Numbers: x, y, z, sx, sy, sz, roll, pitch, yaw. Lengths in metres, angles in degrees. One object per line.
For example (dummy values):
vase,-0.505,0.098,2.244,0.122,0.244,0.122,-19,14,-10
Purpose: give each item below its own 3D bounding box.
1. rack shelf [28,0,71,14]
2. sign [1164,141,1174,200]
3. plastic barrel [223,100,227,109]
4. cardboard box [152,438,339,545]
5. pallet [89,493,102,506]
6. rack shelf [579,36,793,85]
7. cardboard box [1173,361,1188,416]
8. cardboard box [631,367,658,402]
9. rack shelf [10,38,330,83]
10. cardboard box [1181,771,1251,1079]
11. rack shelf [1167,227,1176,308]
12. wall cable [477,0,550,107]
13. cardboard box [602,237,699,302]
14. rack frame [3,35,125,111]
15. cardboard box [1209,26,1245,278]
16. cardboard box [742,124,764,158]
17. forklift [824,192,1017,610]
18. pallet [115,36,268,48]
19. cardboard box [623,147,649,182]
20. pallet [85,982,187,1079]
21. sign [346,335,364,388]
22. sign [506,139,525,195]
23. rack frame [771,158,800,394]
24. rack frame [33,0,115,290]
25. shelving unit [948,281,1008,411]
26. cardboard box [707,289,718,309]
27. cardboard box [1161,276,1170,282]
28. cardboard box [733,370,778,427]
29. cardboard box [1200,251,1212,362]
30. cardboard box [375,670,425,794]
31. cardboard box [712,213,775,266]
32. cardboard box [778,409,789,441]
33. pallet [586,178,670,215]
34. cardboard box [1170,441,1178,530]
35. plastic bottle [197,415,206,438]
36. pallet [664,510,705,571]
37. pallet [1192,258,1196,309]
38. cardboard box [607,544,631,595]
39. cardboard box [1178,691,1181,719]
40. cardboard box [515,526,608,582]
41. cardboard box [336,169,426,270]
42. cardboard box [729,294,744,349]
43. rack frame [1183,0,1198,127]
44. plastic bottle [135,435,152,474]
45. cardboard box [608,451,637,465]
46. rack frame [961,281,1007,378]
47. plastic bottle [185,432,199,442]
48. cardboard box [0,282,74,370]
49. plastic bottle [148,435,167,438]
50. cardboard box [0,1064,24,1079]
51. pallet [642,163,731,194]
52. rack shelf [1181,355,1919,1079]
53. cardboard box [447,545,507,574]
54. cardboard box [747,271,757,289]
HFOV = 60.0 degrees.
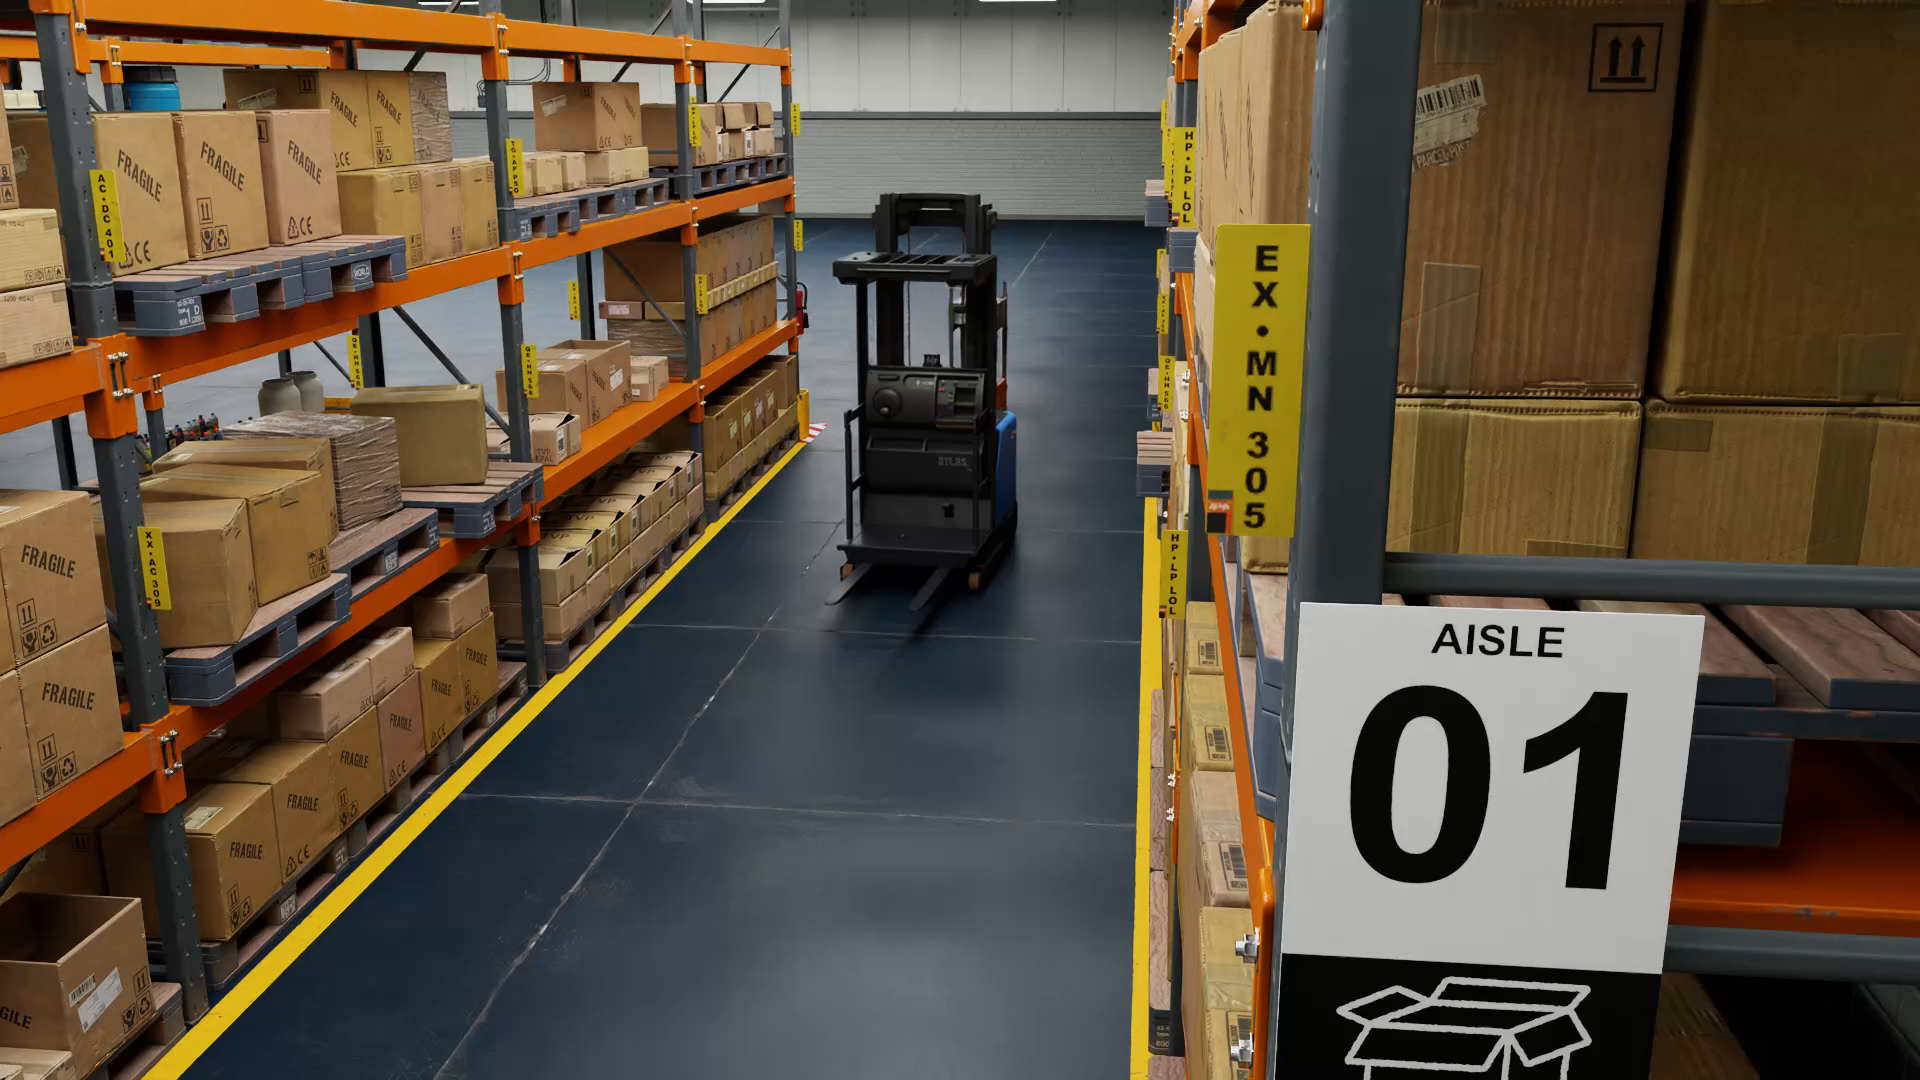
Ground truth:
rack shelf,-3.848,-1.516,3.913,1.077,0.370,4.000,2,15,6
sign,1.212,-2.094,9.422,0.100,0.325,0.005,2,15,6
plastic barrel,-7.192,-4.189,16.995,0.600,0.588,0.600,0,15,0
cardboard box,-3.485,-0.198,8.153,0.700,0.500,0.500,-2,15,-8
pallet,-7.691,-0.158,14.343,1.003,0.211,1.213,2,15,6
rack shelf,-2.494,-4.437,15.474,1.077,0.370,4.000,2,15,6
cardboard box,1.440,-0.826,9.233,0.500,0.250,0.500,2,15,8
cardboard box,-2.637,-1.264,13.347,0.396,0.266,0.258,1,15,5
rack shelf,-7.416,-4.584,16.018,1.077,0.370,4.000,2,15,6
cardboard box,1.062,1.031,4.028,0.980,0.700,0.700,1,15,4
rack shelf,1.977,-1.999,11.441,1.077,0.370,4.000,2,15,6
wall cable,-13.402,-15.935,49.340,2.305,6.003,0.169,2,15,6
cardboard box,-2.676,-2.352,14.437,0.700,0.500,0.500,2,15,7
rack frame,-7.641,-4.605,13.953,1.000,3.000,0.127,2,15,6
cardboard box,0.778,-0.756,3.321,0.500,0.500,0.500,1,15,4
cardboard box,-2.199,-3.824,15.910,0.500,0.311,0.500,4,16,13
forklift,-0.311,-1.122,12.695,1.130,2.935,3.031,3,15,11
pallet,-7.441,-4.853,15.997,1.003,0.211,1.213,2,15,6
cardboard box,-2.799,-2.981,13.176,0.500,0.250,0.500,3,15,12
pallet,-3.701,2.037,6.225,1.003,0.211,1.213,2,15,6
sign,-3.723,-1.099,10.263,0.100,0.325,0.005,2,15,6
sign,-2.633,-2.206,9.836,0.100,0.325,0.005,2,15,6
rack frame,-2.269,-2.600,18.030,1.000,3.000,0.127,2,15,6
rack frame,-3.623,-2.383,5.737,1.000,3.000,0.127,2,15,6
shelving unit,0.160,-1.169,14.464,0.431,2.100,0.503,3,15,11
cardboard box,-2.414,-2.188,15.072,0.380,0.149,0.250,2,15,6
cardboard box,2.067,-2.108,15.025,0.500,0.500,0.500,1,15,5
cardboard box,-2.132,-1.429,16.728,0.500,0.500,0.500,2,15,6
cardboard box,0.837,-0.533,3.930,0.500,0.250,0.500,1,15,5
cardboard box,-3.156,0.989,8.702,0.500,0.500,0.500,1,15,4
cardboard box,-2.340,-3.140,17.350,0.700,0.500,0.500,2,15,6
cardboard box,-2.080,-1.197,17.306,0.500,0.250,0.500,2,15,6
pallet,-2.807,-2.689,12.979,0.805,0.209,1.217,1,15,4
cardboard box,1.316,-0.199,8.351,0.500,0.500,0.500,2,15,6
plastic bottle,-7.748,-1.128,16.950,0.061,0.283,0.133,2,15,7
pallet,-2.764,-0.024,13.846,1.003,0.211,1.213,2,15,6
pallet,1.354,-0.937,6.502,0.805,0.209,1.217,1,15,4
cardboard box,-2.712,0.207,12.112,0.500,0.250,0.500,1,15,5
cardboard box,1.061,0.607,6.614,0.380,0.149,0.250,2,15,7
cardboard box,-2.770,0.065,11.562,0.500,0.311,0.500,1,15,5
cardboard box,-3.303,-1.640,8.542,0.910,0.500,0.500,2,15,6
cardboard box,-2.506,-2.126,16.085,0.700,0.500,0.500,2,15,8
rack frame,1.751,-3.276,9.037,1.000,3.000,0.127,2,15,6
plastic bottle,-7.712,-0.814,15.658,0.144,0.351,0.185,2,15,6
cardboard box,-3.014,-0.609,14.055,0.500,0.311,0.500,2,15,6
rack frame,0.210,-1.232,14.695,0.400,2.100,0.015,3,15,11
plastic bottle,-7.281,-0.844,15.769,0.144,0.351,0.185,2,15,6
cardboard box,-3.413,-0.729,5.652,0.500,0.250,0.500,2,15,6
plastic bottle,-7.797,-0.952,16.168,0.144,0.351,0.185,2,15,6
cardboard box,-3.490,1.949,5.517,0.500,0.311,0.500,2,15,6
pallet,-2.650,-3.189,14.634,1.003,0.211,1.213,2,15,6
rack shelf,1.074,0.076,3.768,1.077,0.370,4.000,2,15,6
cardboard box,-3.357,0.186,11.117,0.500,0.311,0.500,2,15,8
cardboard box,-2.239,-2.589,16.555,0.380,0.149,0.250,2,15,8
